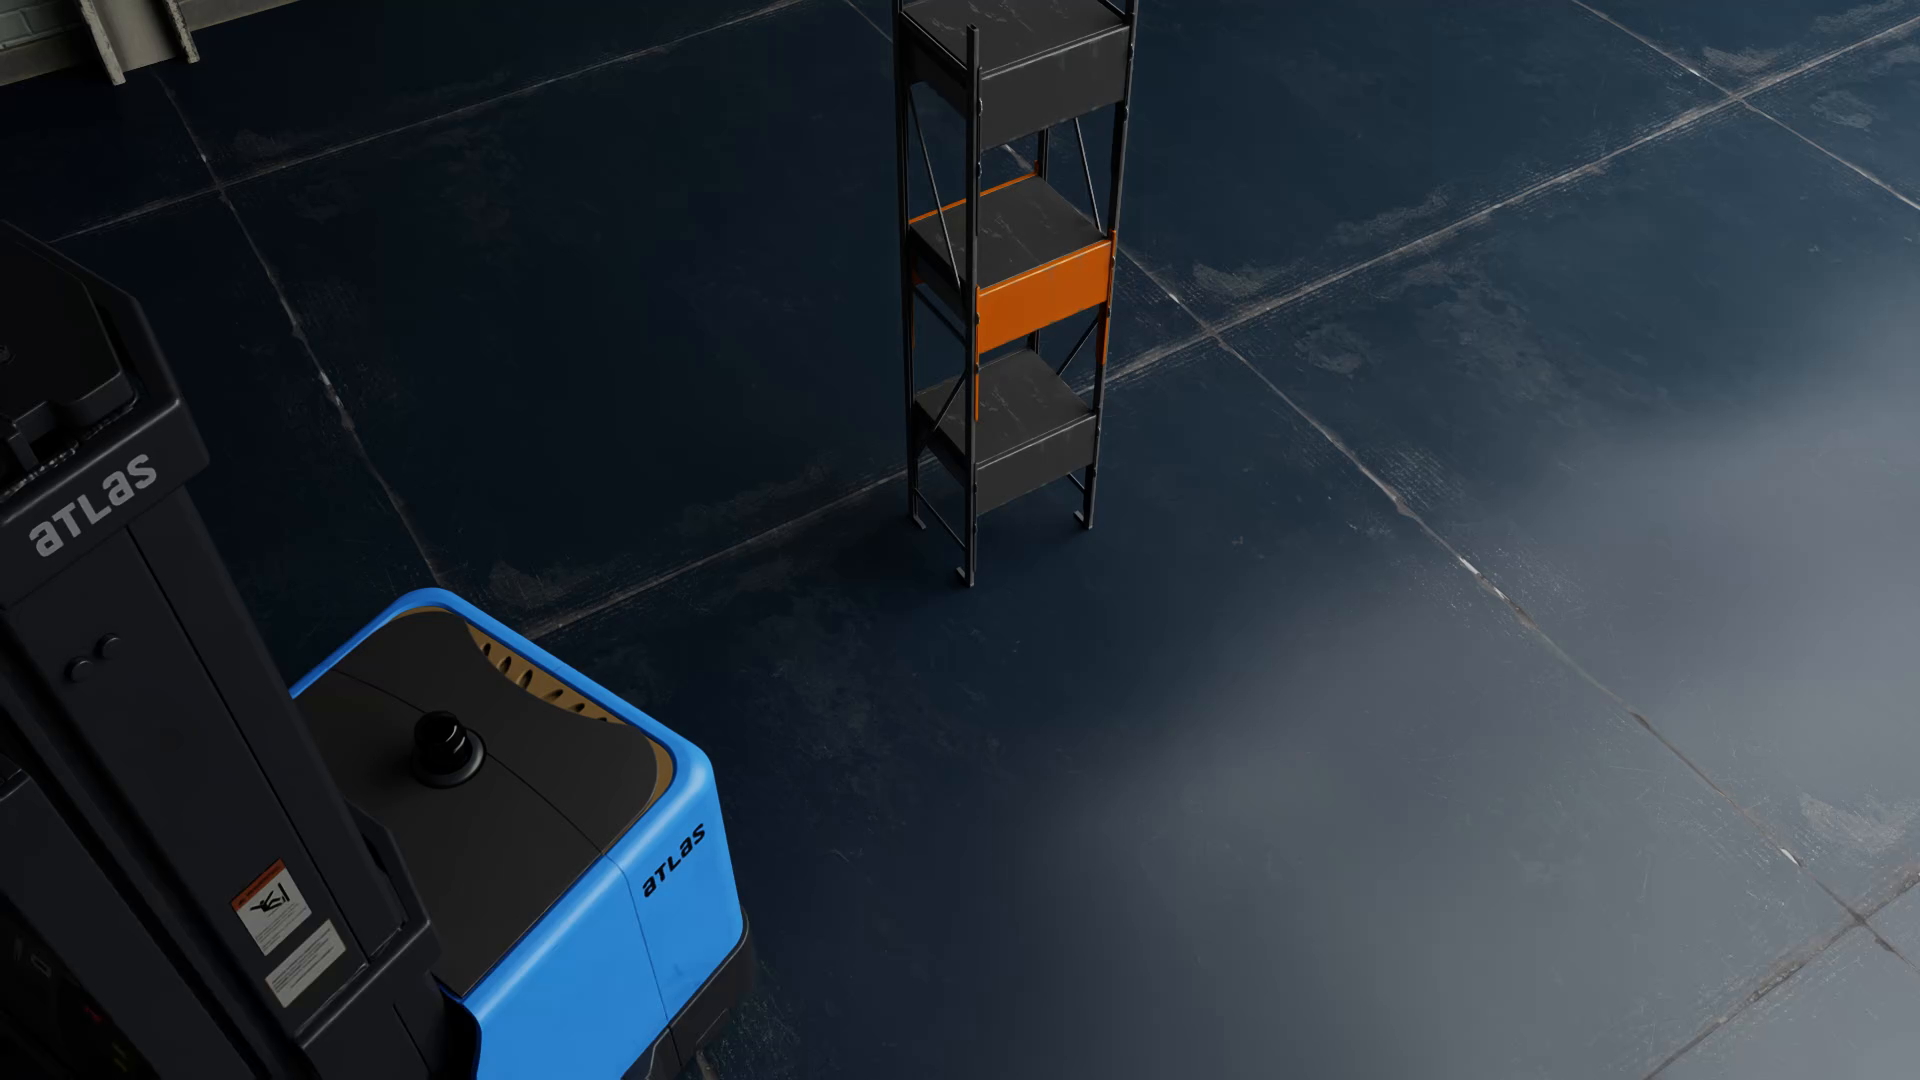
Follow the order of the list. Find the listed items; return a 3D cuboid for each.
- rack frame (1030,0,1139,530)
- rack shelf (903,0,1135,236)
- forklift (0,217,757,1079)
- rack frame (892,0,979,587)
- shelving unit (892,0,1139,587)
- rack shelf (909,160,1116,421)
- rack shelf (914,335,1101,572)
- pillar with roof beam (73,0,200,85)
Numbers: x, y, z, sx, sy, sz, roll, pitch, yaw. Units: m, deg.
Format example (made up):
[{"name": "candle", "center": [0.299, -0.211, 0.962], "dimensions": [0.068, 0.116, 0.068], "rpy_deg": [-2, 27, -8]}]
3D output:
[{"name": "rack frame", "center": [0.346, -0.861, 5.111], "dimensions": [0.015, 2.100, 0.400], "rpy_deg": [-25, 53, -21]}, {"name": "rack shelf", "center": [0.140, -1.221, 4.512], "dimensions": [0.480, 0.518, 0.431], "rpy_deg": [-25, 53, -21]}, {"name": "forklift", "center": [-1.819, 0.943, 2.947], "dimensions": [1.130, 2.935, 3.031], "rpy_deg": [28, 54, 22]}, {"name": "rack frame", "center": [-0.066, -0.667, 4.938], "dimensions": [0.015, 2.100, 0.400], "rpy_deg": [-25, 53, -21]}, {"name": "shelving unit", "center": [0.140, -0.764, 5.025], "dimensions": [0.503, 2.100, 0.431], "rpy_deg": [-25, 53, -21]}, {"name": "rack shelf", "center": [0.140, -0.755, 5.035], "dimensions": [0.480, 0.518, 0.431], "rpy_deg": [-25, 53, -21]}, {"name": "rack shelf", "center": [0.140, -0.290, 5.558], "dimensions": [0.480, 0.518, 0.431], "rpy_deg": [-25, 53, -21]}, {"name": "pillar with roof beam", "center": [-1.487, -2.525, 1.973], "dimensions": [0.400, 9.000, 9.100], "rpy_deg": [-25, 53, -21]}]
